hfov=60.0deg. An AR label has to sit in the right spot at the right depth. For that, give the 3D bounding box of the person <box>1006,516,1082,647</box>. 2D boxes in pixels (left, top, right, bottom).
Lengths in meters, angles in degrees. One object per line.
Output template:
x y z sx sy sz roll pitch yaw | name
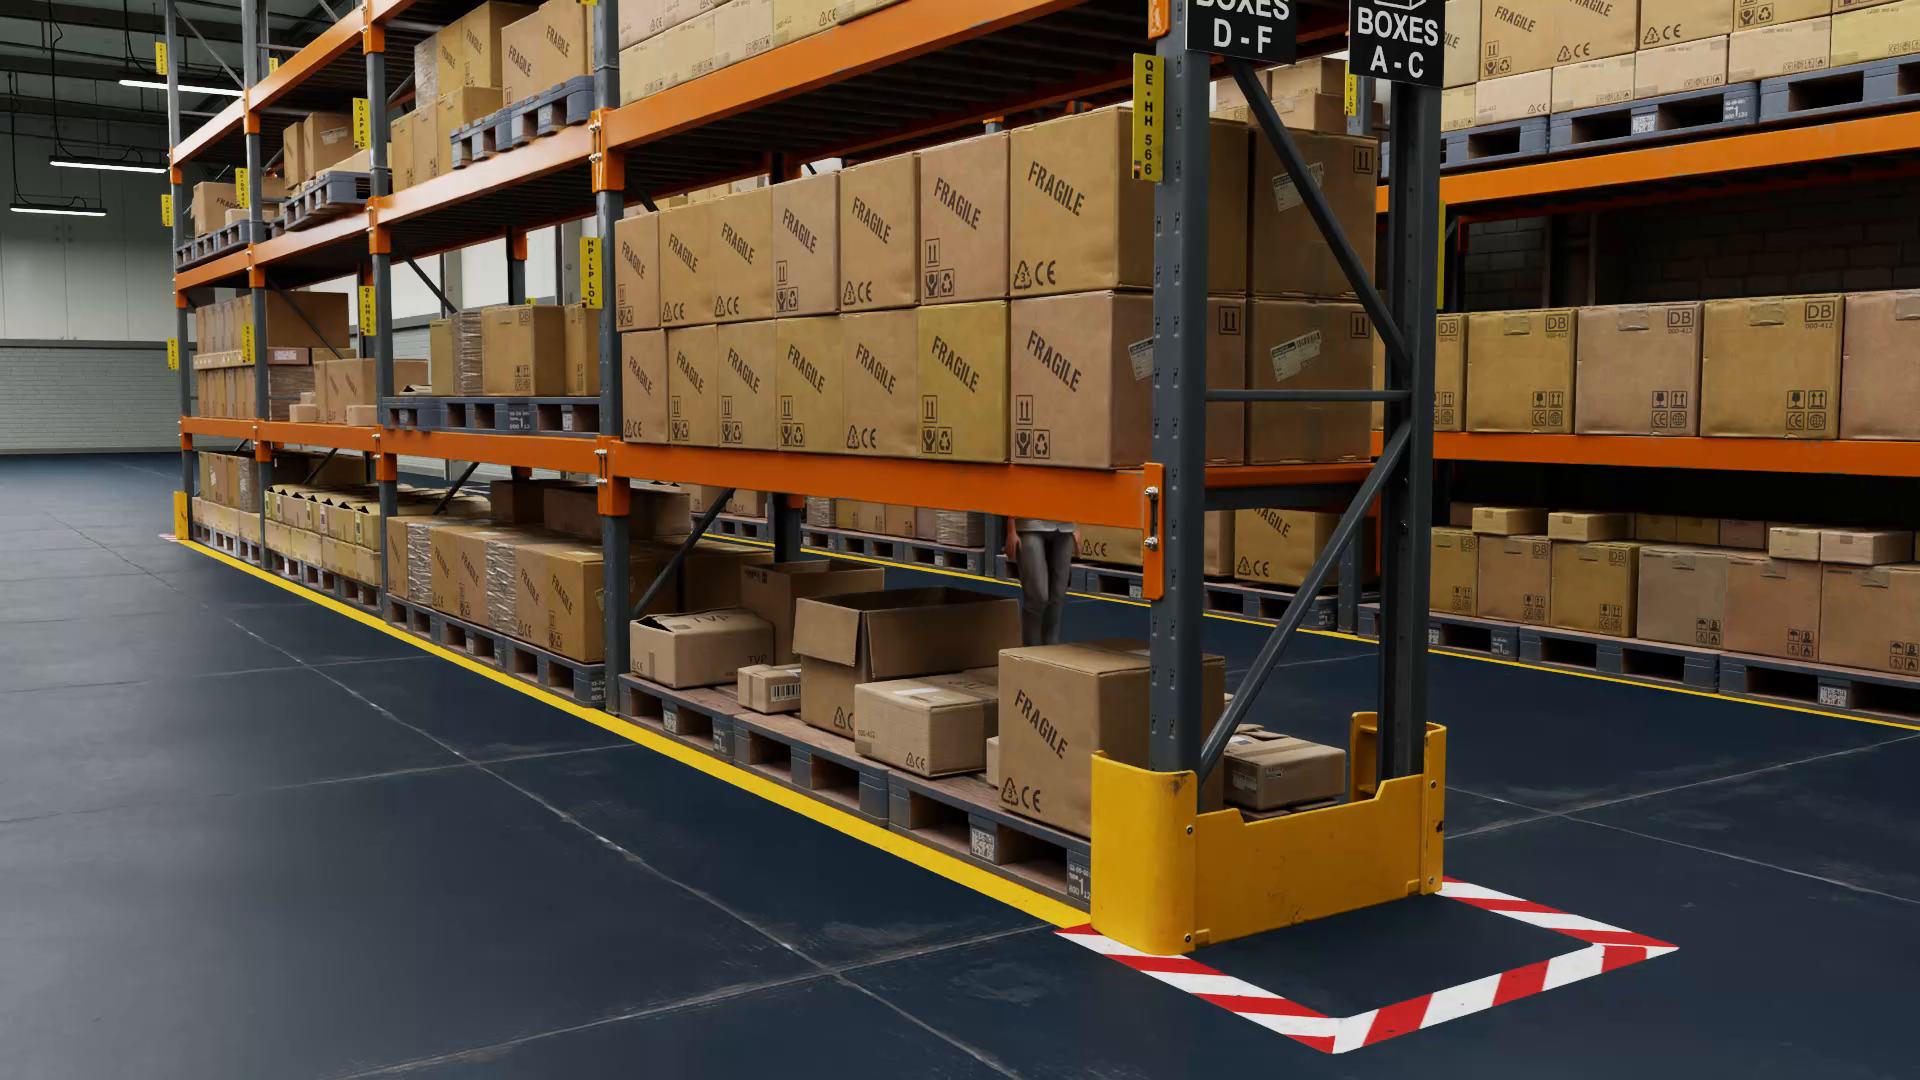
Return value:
0.425 -0.013 8.373 0.449 1.631 0.319 -3 6 -34 | person
